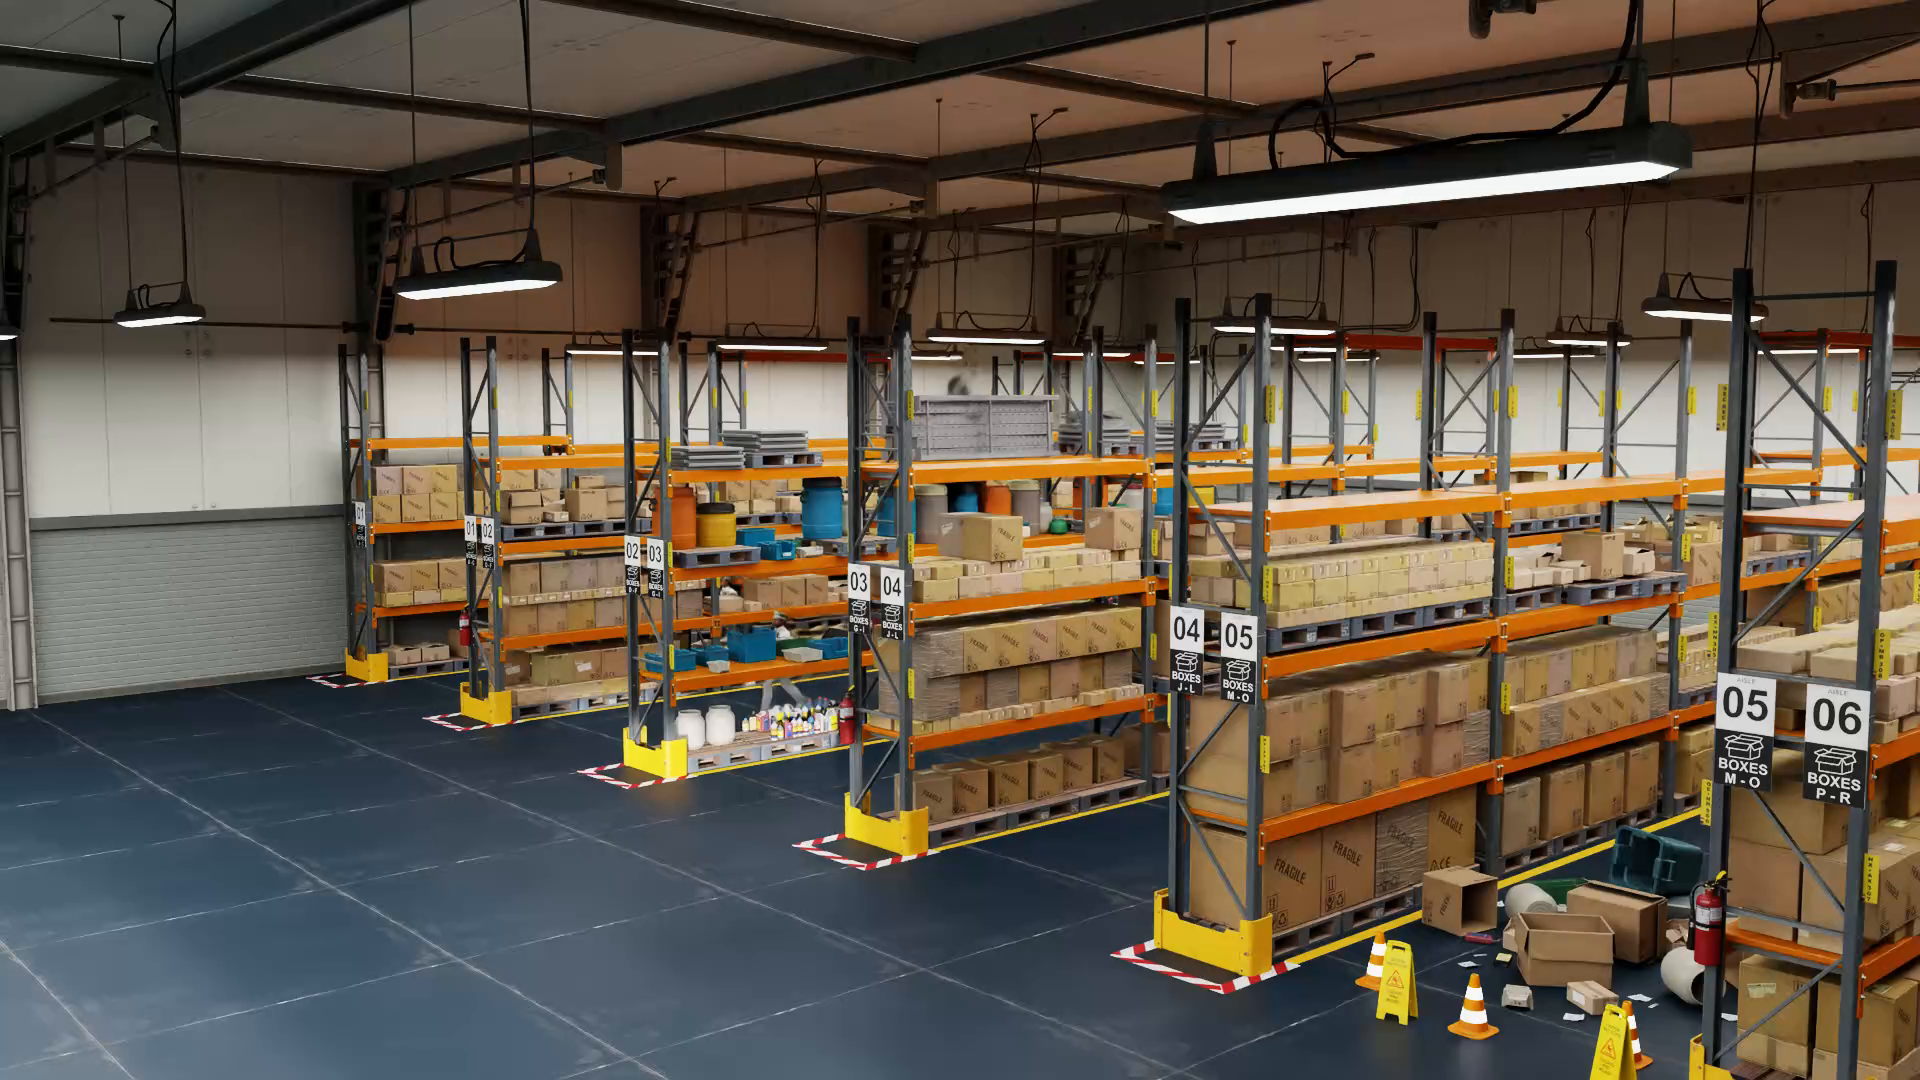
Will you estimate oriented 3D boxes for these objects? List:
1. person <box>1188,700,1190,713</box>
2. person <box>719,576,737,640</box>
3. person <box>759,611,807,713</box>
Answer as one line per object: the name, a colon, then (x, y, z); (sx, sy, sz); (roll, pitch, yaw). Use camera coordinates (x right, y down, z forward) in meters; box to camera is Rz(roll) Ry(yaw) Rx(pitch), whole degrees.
person: (3.715, 1.925, 26.591); (0.705, 1.721, 0.578); (4, 6, 37)
person: (-4.380, 1.493, 31.695); (0.776, 1.754, 0.584); (-5, 7, -44)
person: (-2.851, 1.948, 26.259); (0.929, 1.698, 0.570); (-5, 7, -44)
